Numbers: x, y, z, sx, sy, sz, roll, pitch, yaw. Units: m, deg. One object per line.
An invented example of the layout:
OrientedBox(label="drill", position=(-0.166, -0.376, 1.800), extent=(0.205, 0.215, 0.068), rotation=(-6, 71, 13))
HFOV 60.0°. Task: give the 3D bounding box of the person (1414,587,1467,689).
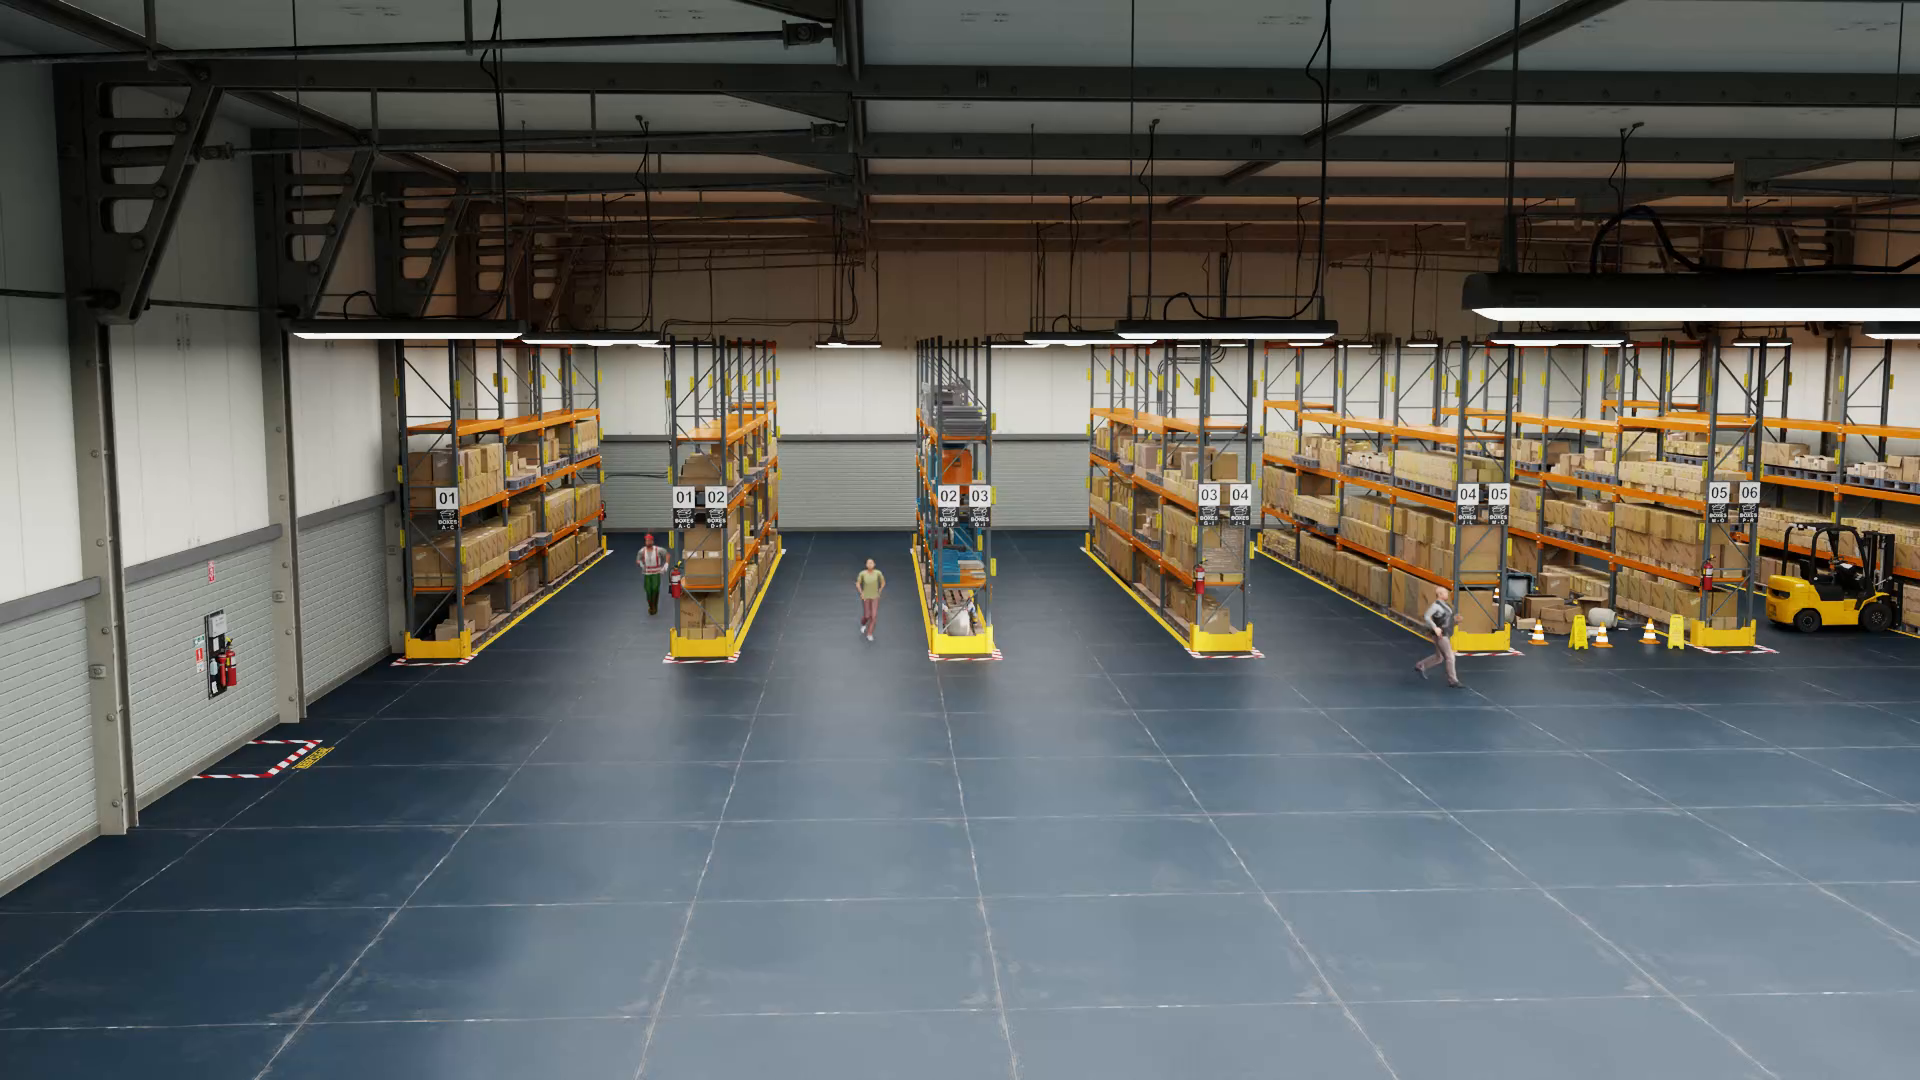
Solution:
OrientedBox(label="person", position=(8.193, 1.641, 28.309), extent=(0.964, 1.700, 0.662), rotation=(4, 8, 32))

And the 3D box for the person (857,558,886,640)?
OrientedBox(label="person", position=(-1.766, 1.161, 33.145), extent=(0.574, 1.639, 0.585), rotation=(-1, 7, -8))

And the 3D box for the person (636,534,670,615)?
OrientedBox(label="person", position=(-6.658, 0.743, 35.983), extent=(0.675, 1.748, 0.852), rotation=(0, 6, 2))

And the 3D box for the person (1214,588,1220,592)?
OrientedBox(label="person", position=(6.158, 0.373, 39.997), extent=(0.588, 1.680, 0.768), rotation=(0, 6, -2))
